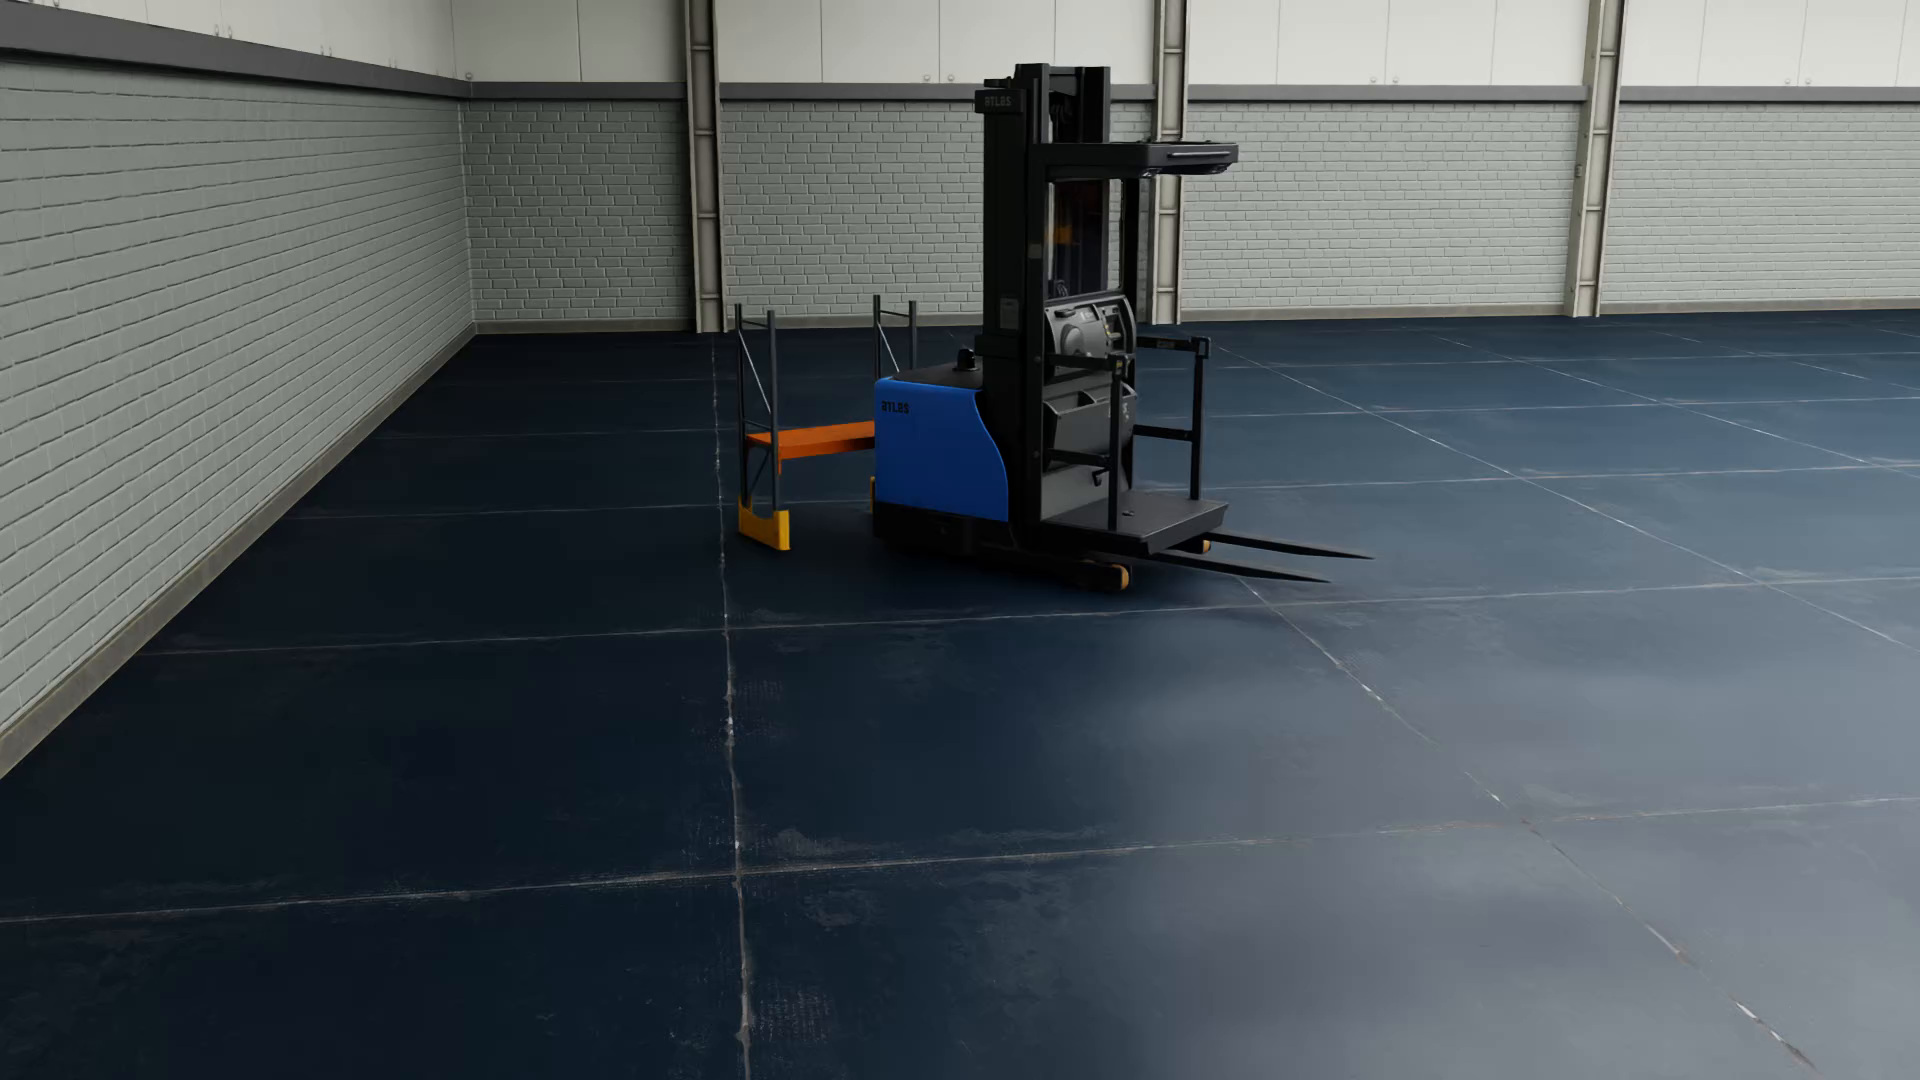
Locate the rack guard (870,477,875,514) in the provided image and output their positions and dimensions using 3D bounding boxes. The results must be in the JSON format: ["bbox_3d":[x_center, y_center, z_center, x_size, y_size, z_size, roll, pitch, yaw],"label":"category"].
[{"bbox_3d":[-0.430,-0.252,11.214,0.087,0.250,0.587,-9,17,-32],"label":"rack guard"}]

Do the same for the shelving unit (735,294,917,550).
[{"bbox_3d":[-0.847,-0.792,10.797,1.083,1.500,0.587,-9,17,-32],"label":"shelving unit"}]

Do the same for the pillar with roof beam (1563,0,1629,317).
[{"bbox_3d":[9.304,-6.462,17.989,0.400,9.000,9.100,-2,14,-8],"label":"pillar with roof beam"}]

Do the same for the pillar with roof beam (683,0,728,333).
[{"bbox_3d":[-2.562,-6.027,16.255,0.400,9.000,9.100,-2,14,-8],"label":"pillar with roof beam"}]

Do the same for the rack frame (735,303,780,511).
[{"bbox_3d":[-1.280,-0.723,10.522,0.032,1.500,0.500,-9,17,-32],"label":"rack frame"}]

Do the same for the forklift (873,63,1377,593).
[{"bbox_3d":[0.945,-1.263,9.734,3.031,2.935,1.130,10,17,34],"label":"forklift"}]

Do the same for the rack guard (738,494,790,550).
[{"bbox_3d":[-1.264,-0.120,10.685,0.087,0.250,0.587,-9,17,-32],"label":"rack guard"}]

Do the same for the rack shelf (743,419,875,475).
[{"bbox_3d":[-0.854,-0.616,10.836,1.000,0.185,0.538,-9,17,-32],"label":"rack shelf"}]

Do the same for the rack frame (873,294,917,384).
[{"bbox_3d":[-0.429,-0.859,11.062,0.032,1.500,0.500,-9,17,-32],"label":"rack frame"}]

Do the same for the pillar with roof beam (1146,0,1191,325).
[{"bbox_3d":[3.371,-6.244,17.122,0.400,9.000,9.100,-2,14,-8],"label":"pillar with roof beam"}]
